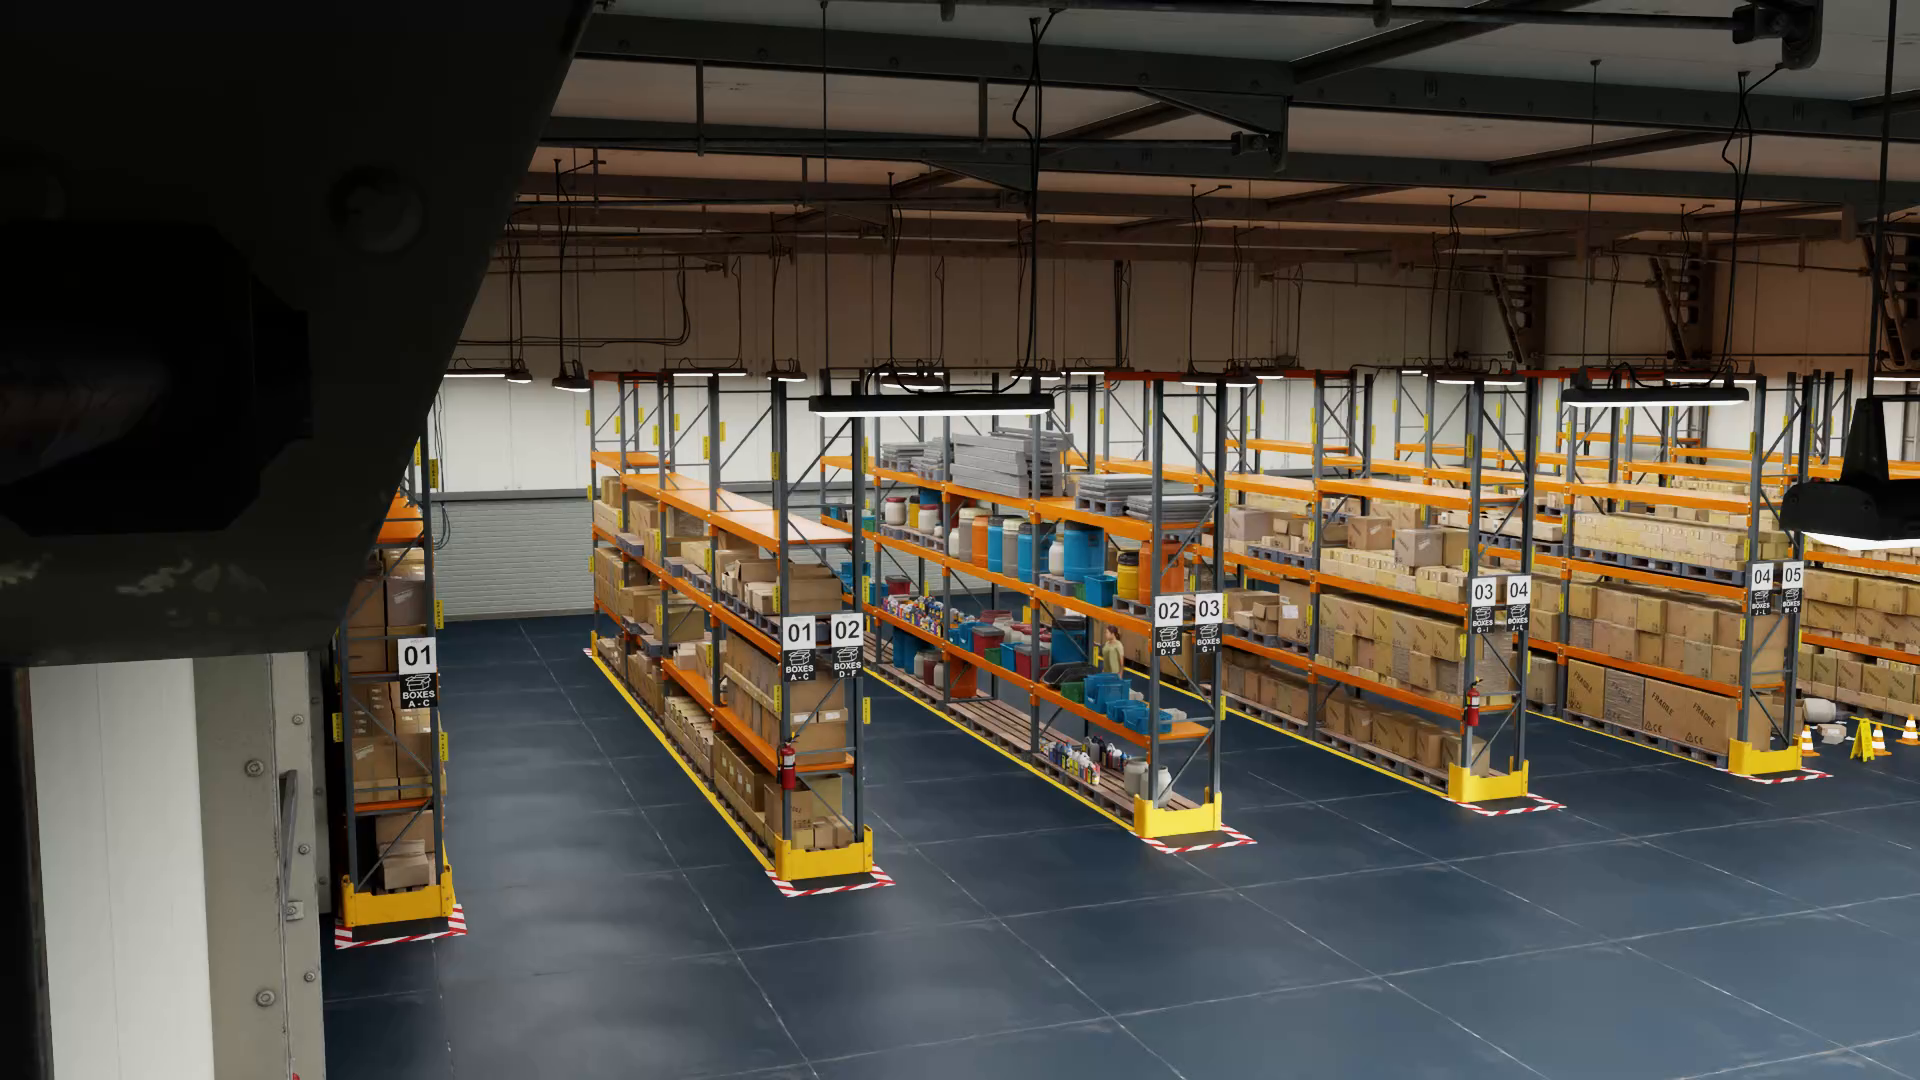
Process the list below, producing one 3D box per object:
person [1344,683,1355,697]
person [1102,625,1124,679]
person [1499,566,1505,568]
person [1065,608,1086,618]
[{"bbox_3d":[7.016,2.256,29.493,0.510,1.616,0.361,6,9,44],"label":"person"},{"bbox_3d":[2.584,2.294,28.628,0.406,1.676,0.496,-4,8,-35],"label":"person"},{"bbox_3d":[11.643,1.465,35.799,0.614,1.820,0.603,-5,8,-37],"label":"person"},{"bbox_3d":[2.315,1.821,33.059,0.466,1.633,1.020,-2,7,-14],"label":"person"}]
